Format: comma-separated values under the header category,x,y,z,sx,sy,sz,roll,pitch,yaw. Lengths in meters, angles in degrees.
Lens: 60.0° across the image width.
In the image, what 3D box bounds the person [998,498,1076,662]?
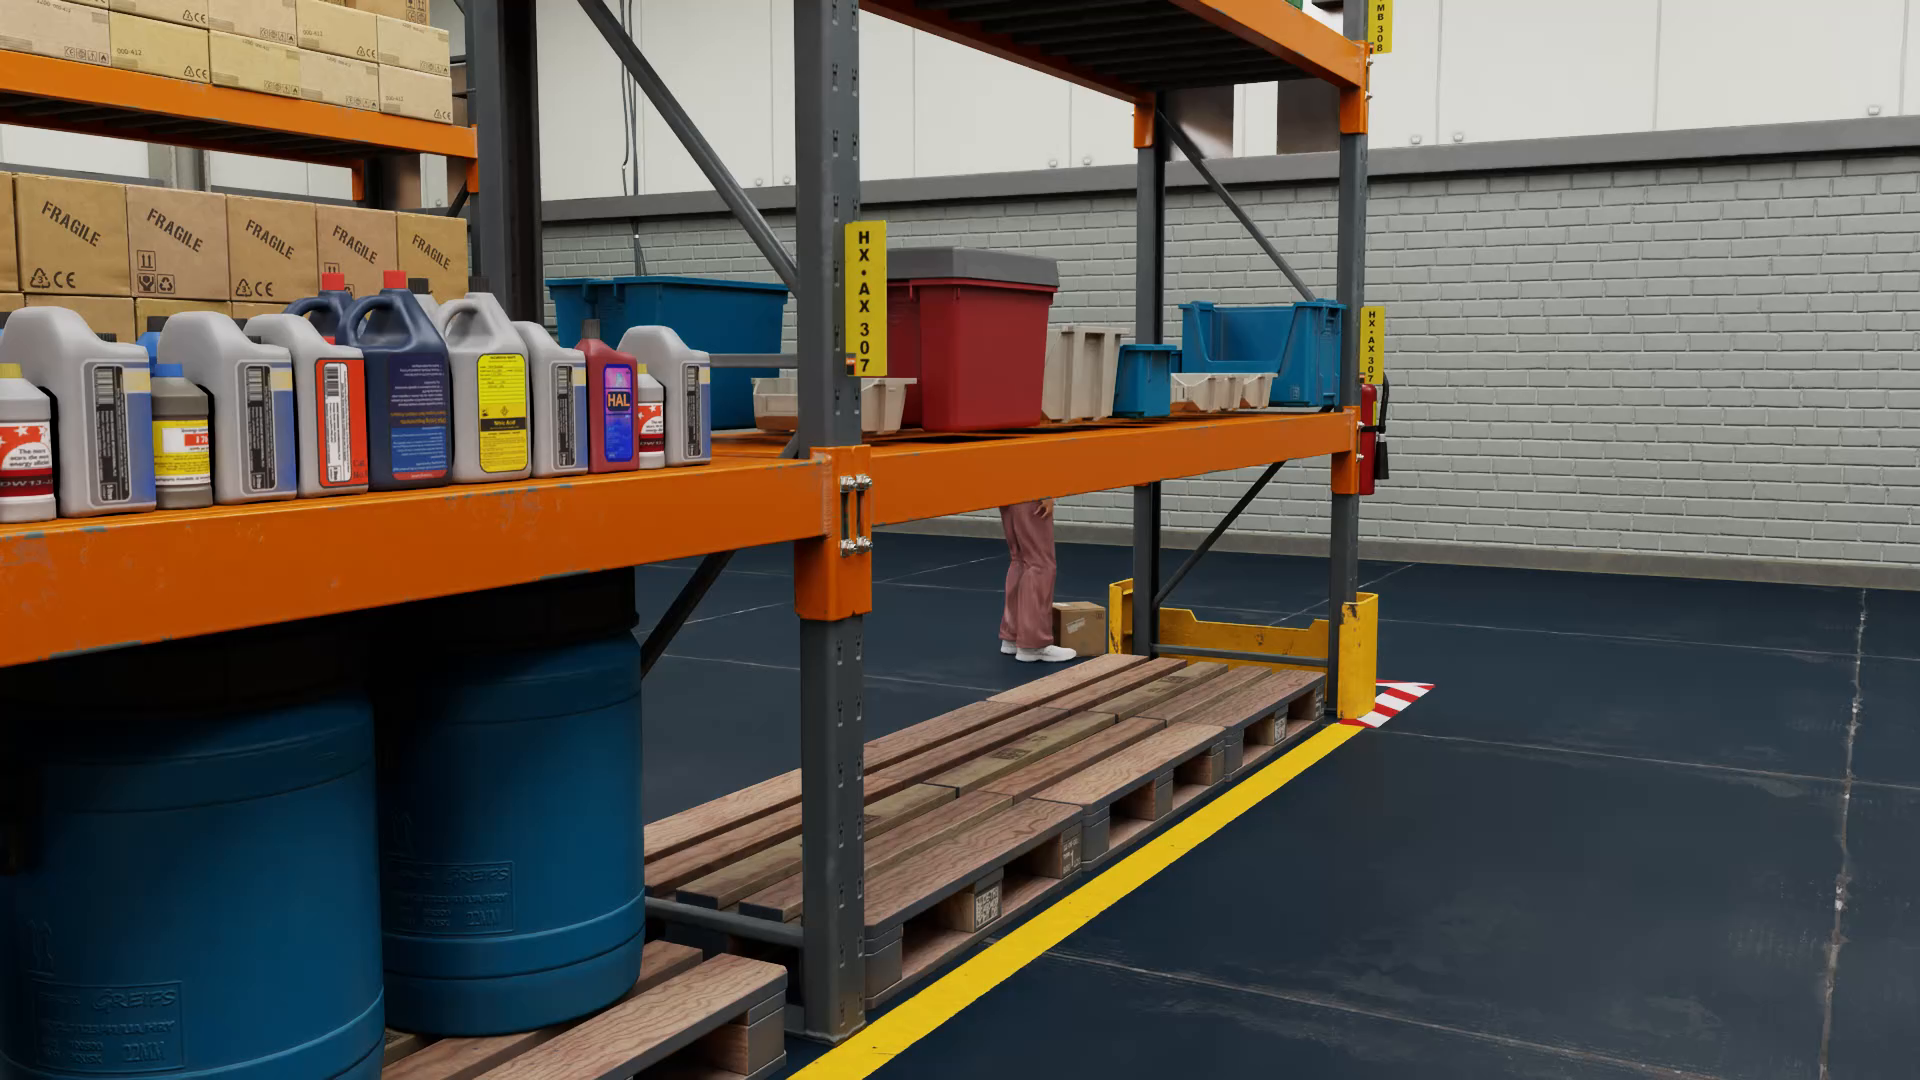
category,x,y,z,sx,sy,sz,roll,pitch,yaw
person,0.360,-0.233,8.543,0.364,1.671,0.520,-2,6,-20
